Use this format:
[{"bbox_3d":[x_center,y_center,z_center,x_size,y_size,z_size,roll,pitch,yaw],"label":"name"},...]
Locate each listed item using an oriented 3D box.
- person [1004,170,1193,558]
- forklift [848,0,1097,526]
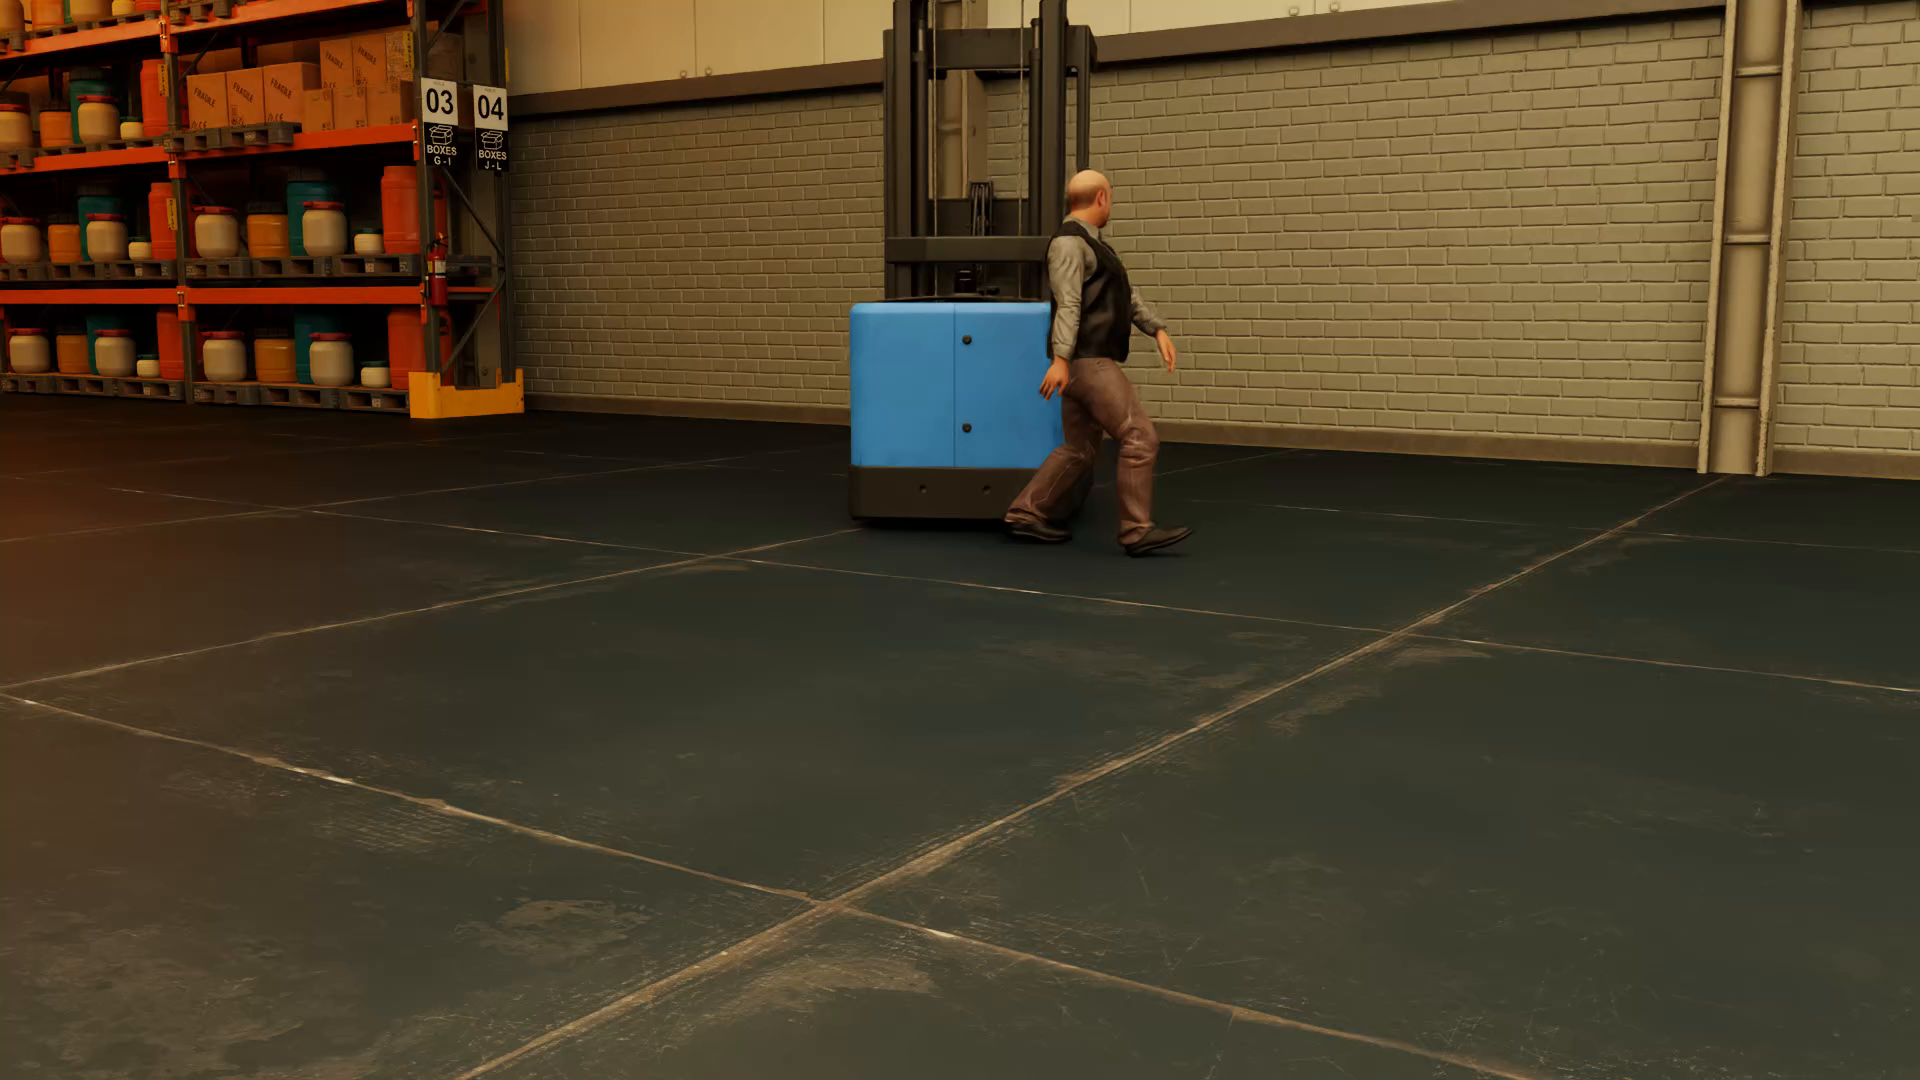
[{"bbox_3d":[0.590,-0.759,7.175,0.866,1.656,0.670,2,8,11],"label":"person"},{"bbox_3d":[0.172,-1.691,9.086,1.130,2.935,3.031,1,8,7],"label":"forklift"}]
